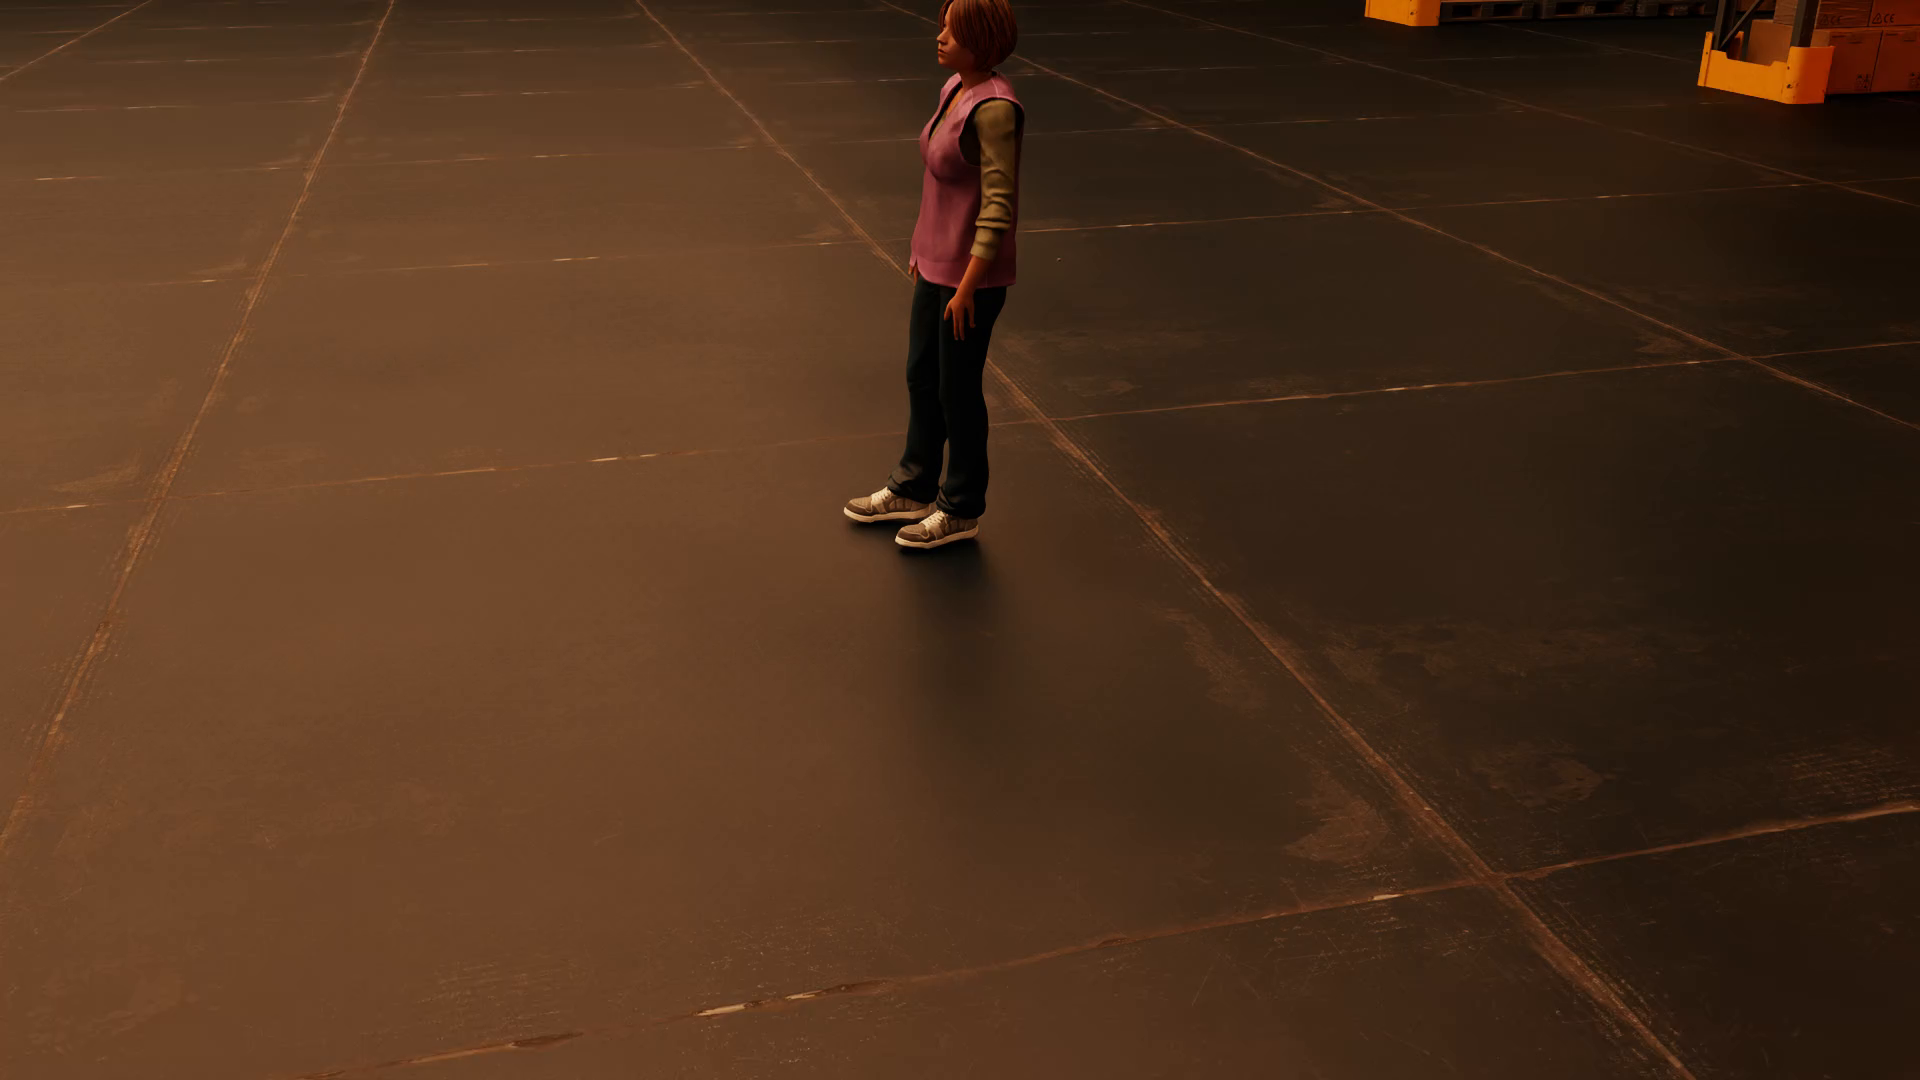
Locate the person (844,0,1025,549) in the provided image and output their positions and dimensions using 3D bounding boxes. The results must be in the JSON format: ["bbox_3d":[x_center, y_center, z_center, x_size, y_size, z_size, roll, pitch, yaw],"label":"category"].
[{"bbox_3d":[-0.075,-0.739,4.732,0.476,1.596,0.520,-6,24,-14],"label":"person"}]
